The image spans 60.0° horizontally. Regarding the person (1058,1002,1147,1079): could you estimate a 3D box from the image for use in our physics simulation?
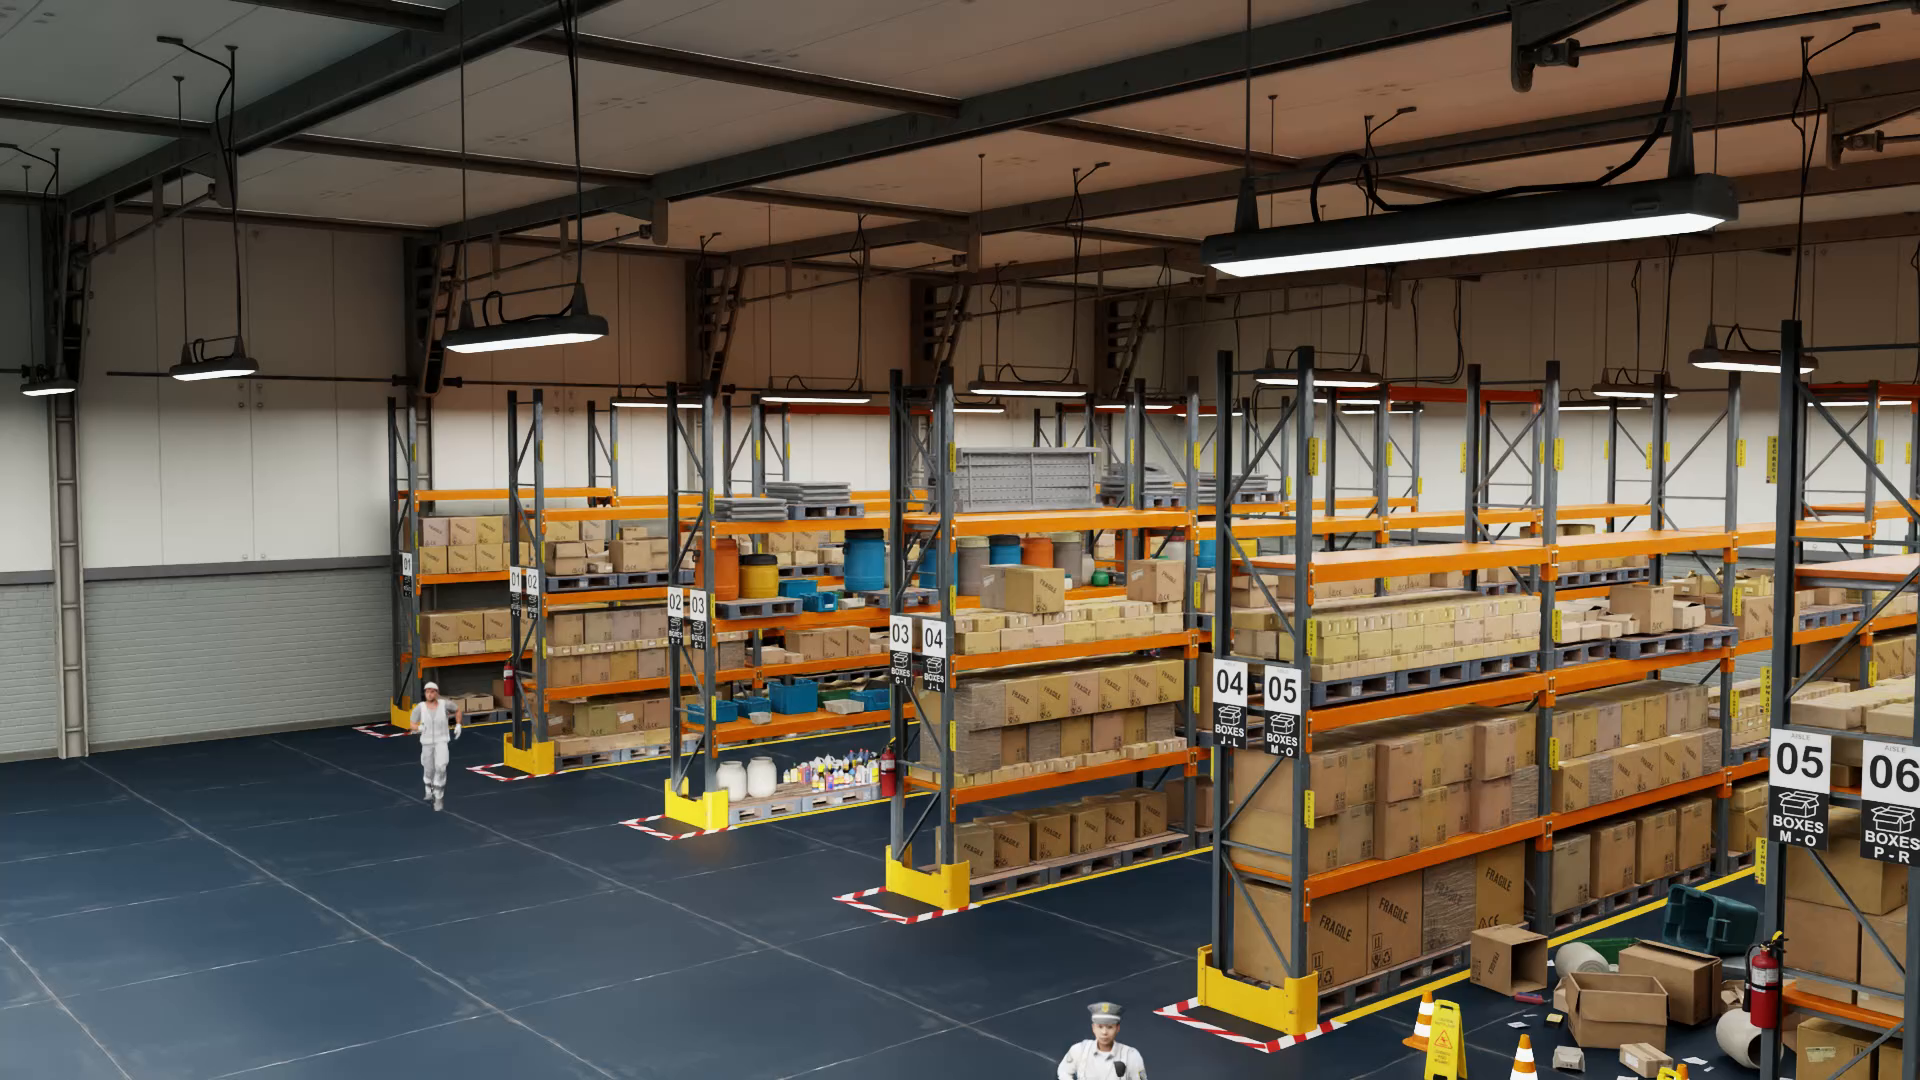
[{"bbox_3d":[0.893,3.719,10.334,0.591,1.731,0.686,0,3,6],"label":"person"}]

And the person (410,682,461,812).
[{"bbox_3d":[-7.411,2.899,23.507,0.676,1.817,0.907,-1,3,-11],"label":"person"}]
